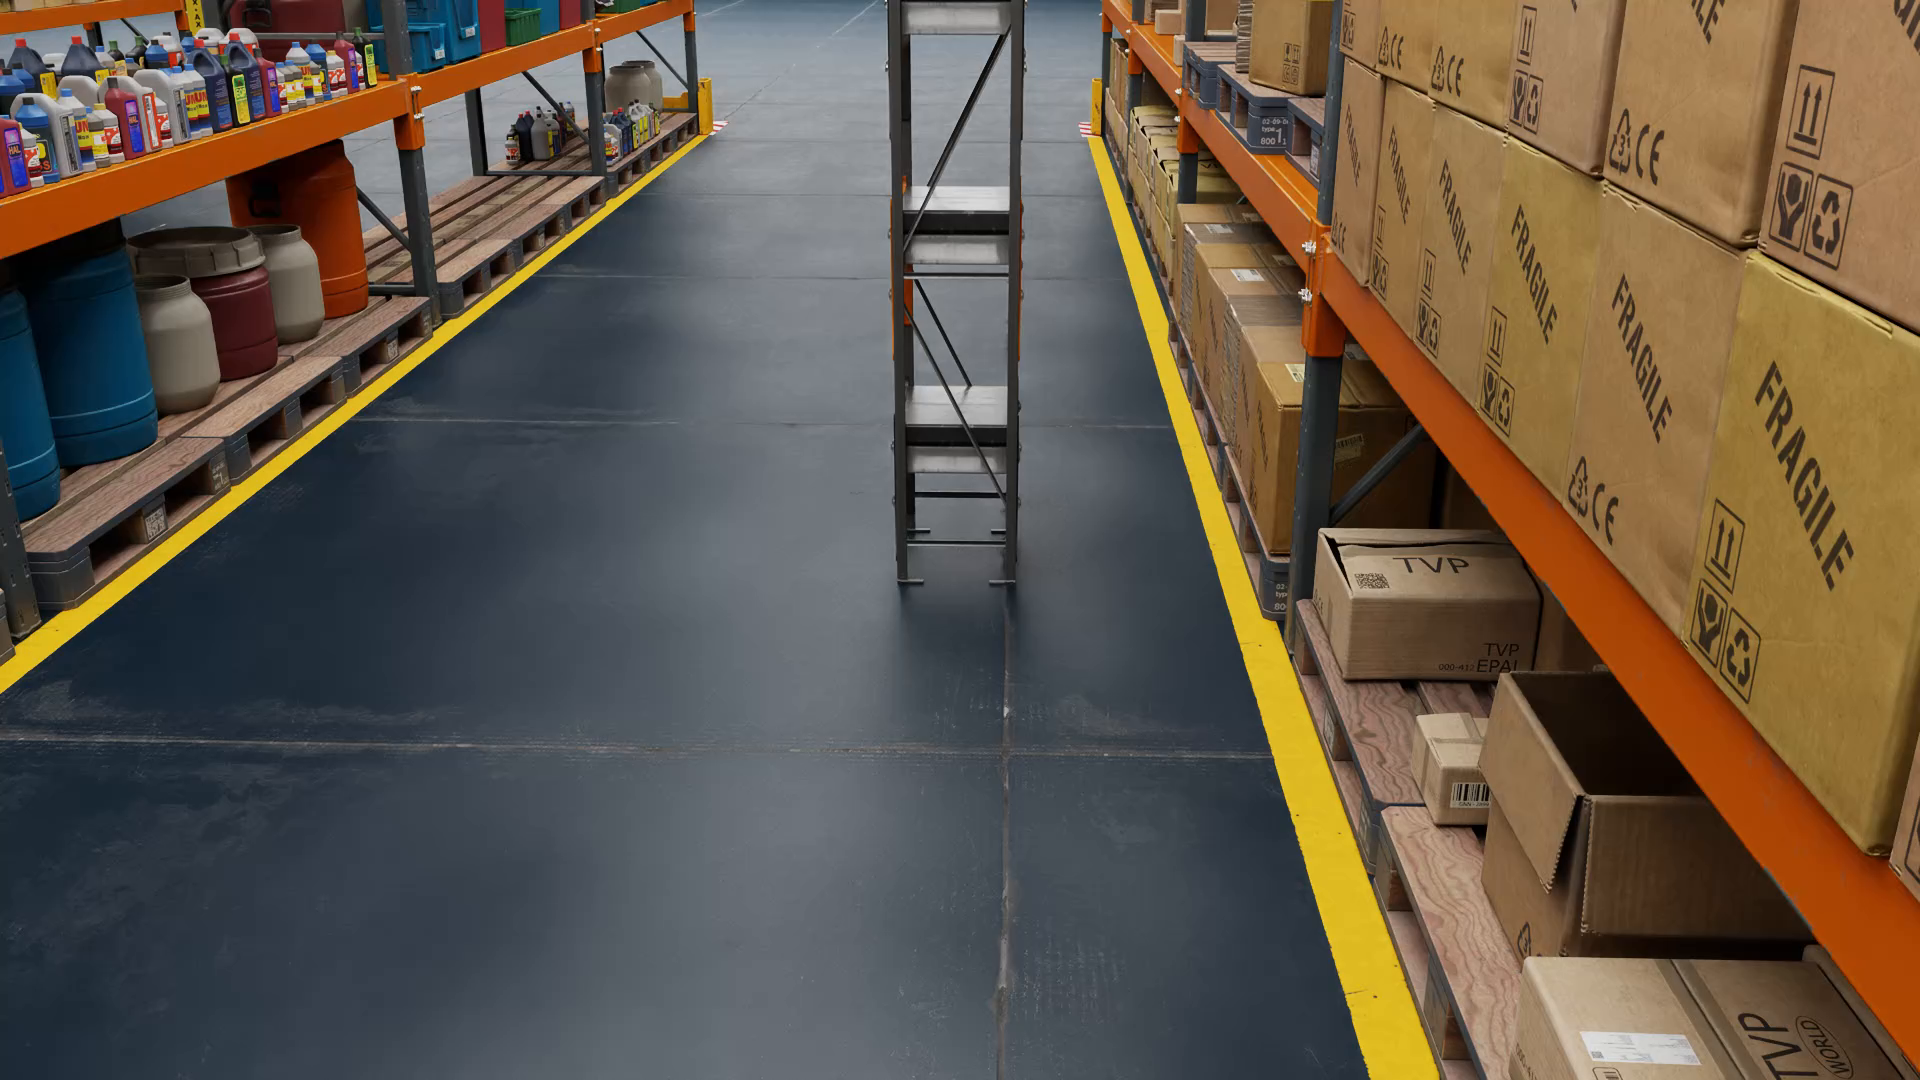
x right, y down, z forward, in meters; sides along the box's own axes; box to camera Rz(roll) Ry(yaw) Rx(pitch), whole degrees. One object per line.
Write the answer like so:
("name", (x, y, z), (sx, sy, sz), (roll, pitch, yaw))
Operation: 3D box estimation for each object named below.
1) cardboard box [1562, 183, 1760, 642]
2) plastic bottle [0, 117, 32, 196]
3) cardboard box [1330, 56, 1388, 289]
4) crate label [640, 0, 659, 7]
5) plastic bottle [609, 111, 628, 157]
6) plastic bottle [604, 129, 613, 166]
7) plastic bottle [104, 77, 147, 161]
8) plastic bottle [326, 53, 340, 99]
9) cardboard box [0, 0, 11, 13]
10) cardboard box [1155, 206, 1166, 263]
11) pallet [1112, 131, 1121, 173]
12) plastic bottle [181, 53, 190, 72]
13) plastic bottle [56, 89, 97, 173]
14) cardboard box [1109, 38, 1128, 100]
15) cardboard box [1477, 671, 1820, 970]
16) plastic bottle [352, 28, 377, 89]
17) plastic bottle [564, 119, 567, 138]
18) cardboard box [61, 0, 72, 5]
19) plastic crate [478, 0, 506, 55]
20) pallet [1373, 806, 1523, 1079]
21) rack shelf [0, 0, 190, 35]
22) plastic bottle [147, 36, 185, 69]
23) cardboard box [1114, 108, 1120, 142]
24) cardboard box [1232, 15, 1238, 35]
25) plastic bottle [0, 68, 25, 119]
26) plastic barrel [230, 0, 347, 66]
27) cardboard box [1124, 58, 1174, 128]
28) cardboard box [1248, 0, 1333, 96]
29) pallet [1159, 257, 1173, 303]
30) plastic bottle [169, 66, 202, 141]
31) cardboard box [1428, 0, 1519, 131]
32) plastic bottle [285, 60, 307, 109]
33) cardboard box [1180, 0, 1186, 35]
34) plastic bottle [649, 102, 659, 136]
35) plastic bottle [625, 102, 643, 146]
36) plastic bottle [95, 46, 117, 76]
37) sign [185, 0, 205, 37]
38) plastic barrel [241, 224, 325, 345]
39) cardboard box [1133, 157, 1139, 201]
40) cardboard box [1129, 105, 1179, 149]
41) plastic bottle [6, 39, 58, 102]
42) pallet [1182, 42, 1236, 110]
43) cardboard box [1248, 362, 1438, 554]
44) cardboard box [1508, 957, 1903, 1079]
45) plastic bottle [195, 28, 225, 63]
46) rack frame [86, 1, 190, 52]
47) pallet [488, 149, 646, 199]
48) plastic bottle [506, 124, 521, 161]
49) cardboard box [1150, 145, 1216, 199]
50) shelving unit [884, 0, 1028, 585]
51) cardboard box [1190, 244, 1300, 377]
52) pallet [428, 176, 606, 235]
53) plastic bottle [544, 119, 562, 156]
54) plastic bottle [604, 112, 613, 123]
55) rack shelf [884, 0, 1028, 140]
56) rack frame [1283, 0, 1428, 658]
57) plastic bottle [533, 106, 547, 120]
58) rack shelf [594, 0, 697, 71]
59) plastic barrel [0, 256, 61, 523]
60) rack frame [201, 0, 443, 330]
("cardboard box", (1.164, -0.187, 2.225), (0.500, 0.500, 0.500), (1, 21, 2))
("plastic bottle", (-2.998, -1.231, 5.216), (0.061, 0.283, 0.133), (1, 21, 2))
("cardboard box", (1.223, -0.919, 4.112), (0.500, 0.500, 0.500), (1, 21, 3))
("crate label", (-2.861, -4.796, 14.194), (0.502, 0.435, 0.616), (1, 21, 2))
("plastic bottle", (-2.757, -3.259, 13.336), (0.144, 0.351, 0.185), (1, 21, 3))
("plastic bottle", (-2.749, -3.045, 12.895), (0.097, 0.271, 0.097), (0, 21, 0))
("plastic bottle", (-2.975, -1.504, 5.920), (0.061, 0.283, 0.133), (1, 21, 2))
("plastic bottle", (-2.936, -2.152, 7.703), (0.097, 0.201, 0.097), (0, 21, 0))
("cardboard box", (-7.841, -4.285, 13.273), (0.380, 0.149, 0.250), (1, 21, 2))
("cardboard box", (1.417, -1.793, 9.724), (0.500, 0.250, 0.500), (0, 21, 1))
("pallet", (1.855, -3.375, 14.436), (1.003, 0.211, 1.213), (1, 21, 2))
("plastic bottle", (-3.543, -2.148, 7.693), (0.097, 0.201, 0.097), (0, 21, 0))
("plastic bottle", (-3.003, -1.386, 5.633), (0.097, 0.271, 0.097), (0, 21, 0))
("cardboard box", (1.624, -4.284, 15.106), (0.500, 0.500, 0.500), (1, 21, 2))
("cardboard box", (1.459, 0.585, 3.218), (0.797, 0.503, 0.637), (1, 21, 2))
("plastic bottle", (-2.904, -2.350, 8.101), (0.061, 0.283, 0.133), (1, 21, 2))
("plastic bottle", (-3.452, -3.605, 14.337), (0.097, 0.271, 0.097), (0, 21, 0))
("cardboard box", (-7.846, -4.647, 14.206), (0.380, 0.149, 0.250), (1, 21, 2))
("plastic crate", (-2.963, -3.166, 9.954), (0.402, 0.464, 0.583), (1, 21, 2))
("pallet", (1.455, 0.937, 3.322), (1.003, 0.211, 1.213), (1, 21, 2))
("rack shelf", (-8.087, -4.444, 14.330), (1.077, 0.370, 4.000), (1, 21, 2))
("plastic bottle", (-3.669, -2.178, 7.666), (0.152, 0.276, 0.135), (1, 21, 2))
("cardboard box", (1.590, -3.572, 14.310), (0.500, 0.250, 0.500), (1, 21, 2))
("cardboard box", (1.687, -2.589, 8.679), (0.500, 0.311, 0.500), (2, 21, 5))
("plastic bottle", (-3.588, -1.648, 6.307), (0.097, 0.271, 0.097), (0, 21, 0))
("plastic barrel", (-3.607, -2.790, 8.885), (0.600, 0.536, 0.708), (1, 21, 2))
("cardboard box", (1.577, -3.560, 13.242), (0.500, 0.500, 0.500), (1, 21, 2))
("cardboard box", (1.503, -1.935, 6.151), (0.700, 0.500, 0.500), (-5, 22, -12))
("pallet", (1.697, -1.497, 9.595), (1.003, 0.211, 1.213), (1, 21, 2))
("plastic bottle", (-2.979, -1.673, 6.371), (0.097, 0.271, 0.097), (0, 21, 0))
("cardboard box", (1.184, -1.027, 3.008), (0.500, 0.500, 0.500), (0, 21, 0))
("plastic bottle", (-2.948, -2.011, 7.340), (0.097, 0.201, 0.097), (0, 21, 0))
("cardboard box", (1.699, -3.525, 10.828), (0.500, 0.500, 0.500), (2, 21, 6))
("plastic bottle", (-2.678, -3.676, 14.502), (0.061, 0.283, 0.133), (1, 21, 3))
("plastic bottle", (-2.739, -3.481, 13.908), (0.144, 0.351, 0.185), (0, 21, 1))
("plastic bottle", (-3.711, -2.002, 7.220), (0.097, 0.271, 0.097), (0, 21, 0))
("sign", (-3.868, -2.635, 8.448), (0.100, 0.325, 0.005), (1, 21, 2))
("plastic barrel", (-3.244, -1.209, 7.858), (0.421, 0.512, 0.421), (0, 21, 0))
("cardboard box", (1.477, -2.532, 11.628), (0.500, 0.250, 0.500), (1, 21, 3))
("cardboard box", (1.493, -2.975, 11.994), (0.500, 0.311, 0.500), (1, 21, 2))
("plastic bottle", (-3.706, -1.821, 6.643), (0.144, 0.351, 0.185), (1, 21, 2))
("pallet", (1.682, -2.164, 7.726), (1.213, 0.211, 1.003), (1, 21, 2))
("cardboard box", (1.239, -0.275, 5.438), (0.500, 0.500, 0.500), (1, 21, 1))
("cardboard box", (1.218, 0.927, 2.686), (0.500, 0.250, 0.500), (1, 21, 2))
("plastic bottle", (-3.655, -2.345, 8.097), (0.152, 0.276, 0.135), (1, 21, 2))
("rack frame", (-8.026, -5.503, 16.064), (1.000, 3.000, 0.127), (1, 21, 2))
("pallet", (-3.135, -2.944, 13.325), (1.003, 0.211, 1.213), (1, 21, 2))
("plastic bottle", (-3.512, -3.118, 13.066), (0.061, 0.283, 0.133), (2, 21, 4))
("cardboard box", (1.430, -2.238, 10.095), (0.500, 0.311, 0.500), (0, 21, 1))
("shelving unit", (-0.005, -0.919, 5.495), (0.431, 2.100, 0.503), (1, 21, 2))
("cardboard box", (1.303, -1.007, 7.326), (0.500, 0.500, 0.500), (0, 21, 1))
("pallet", (-3.182, -2.417, 11.968), (1.003, 0.211, 1.213), (1, 21, 2))
("plastic bottle", (-3.311, -3.250, 13.416), (0.152, 0.276, 0.135), (1, 21, 2))
("plastic bottle", (-2.888, -3.439, 13.902), (0.152, 0.276, 0.135), (1, 21, 2))
("rack shelf", (-0.005, -1.559, 5.247), (0.431, 0.518, 0.480), (1, 21, 2))
("rack frame", (1.511, -1.053, 4.597), (1.000, 3.000, 0.127), (1, 21, 2))
("plastic bottle", (-3.450, -3.394, 13.684), (0.144, 0.351, 0.185), (1, 21, 1))
("rack shelf", (-3.136, -4.390, 14.190), (1.077, 0.370, 4.000), (1, 21, 2))
("plastic barrel", (-3.406, -0.523, 5.551), (0.600, 0.901, 0.708), (1, 21, 2))
("rack frame", (-3.318, -2.556, 8.469), (1.000, 3.000, 0.127), (1, 21, 2))
